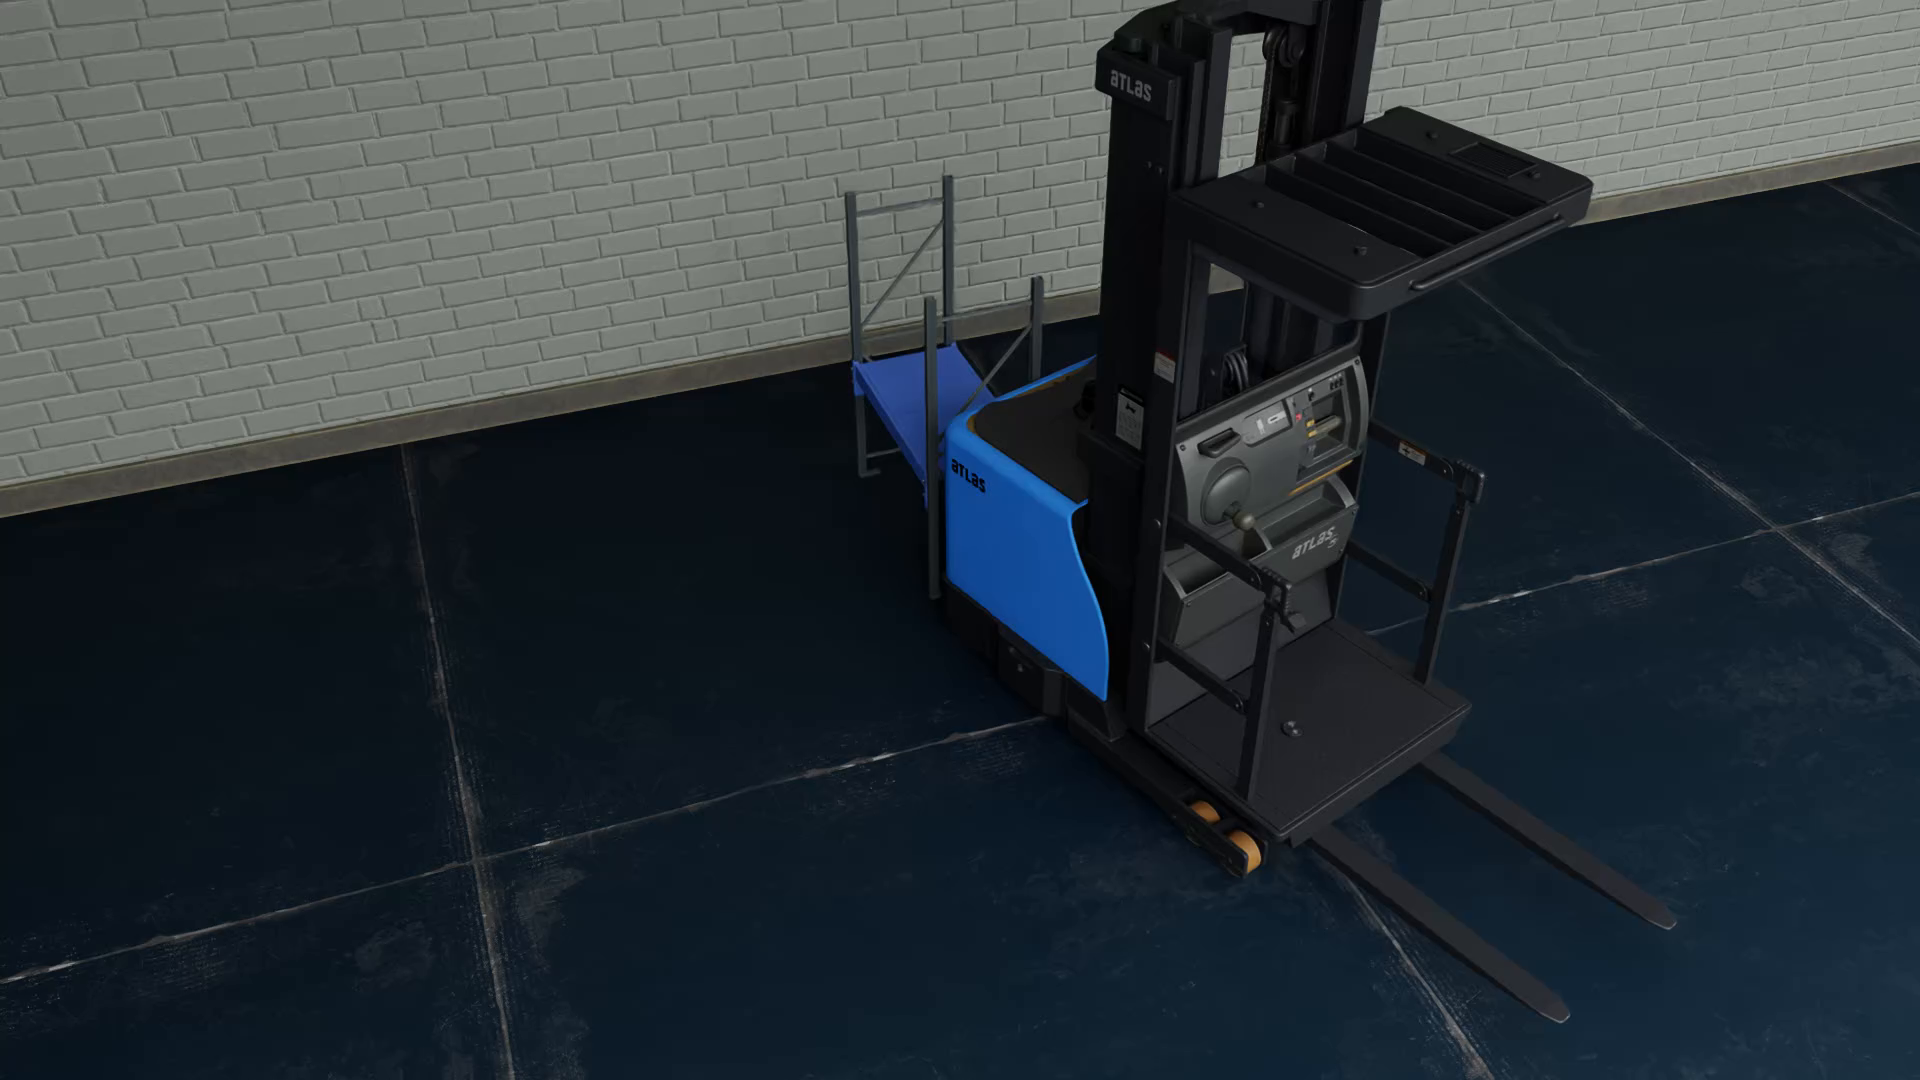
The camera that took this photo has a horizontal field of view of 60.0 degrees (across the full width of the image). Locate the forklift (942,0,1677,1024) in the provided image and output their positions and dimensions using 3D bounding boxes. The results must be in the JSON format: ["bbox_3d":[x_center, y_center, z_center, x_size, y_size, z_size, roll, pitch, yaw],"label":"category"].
[{"bbox_3d":[1.236,-0.280,5.685,1.130,2.935,3.031,-26,44,-30],"label":"forklift"}]

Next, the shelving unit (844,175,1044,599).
[{"bbox_3d":[-0.085,-0.683,7.410,0.538,1.500,1.048,-13,39,-17],"label":"shelving unit"}]

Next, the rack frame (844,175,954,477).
[{"bbox_3d":[-0.267,-0.969,7.790,0.500,1.500,0.032,-13,39,-17],"label":"rack frame"}]

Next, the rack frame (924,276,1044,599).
[{"bbox_3d":[0.096,-0.397,7.031,0.500,1.500,0.032,-13,39,-17],"label":"rack frame"}]

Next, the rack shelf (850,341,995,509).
[{"bbox_3d":[-0.085,-0.539,7.519,0.538,0.185,1.000,-13,39,-17],"label":"rack shelf"}]
